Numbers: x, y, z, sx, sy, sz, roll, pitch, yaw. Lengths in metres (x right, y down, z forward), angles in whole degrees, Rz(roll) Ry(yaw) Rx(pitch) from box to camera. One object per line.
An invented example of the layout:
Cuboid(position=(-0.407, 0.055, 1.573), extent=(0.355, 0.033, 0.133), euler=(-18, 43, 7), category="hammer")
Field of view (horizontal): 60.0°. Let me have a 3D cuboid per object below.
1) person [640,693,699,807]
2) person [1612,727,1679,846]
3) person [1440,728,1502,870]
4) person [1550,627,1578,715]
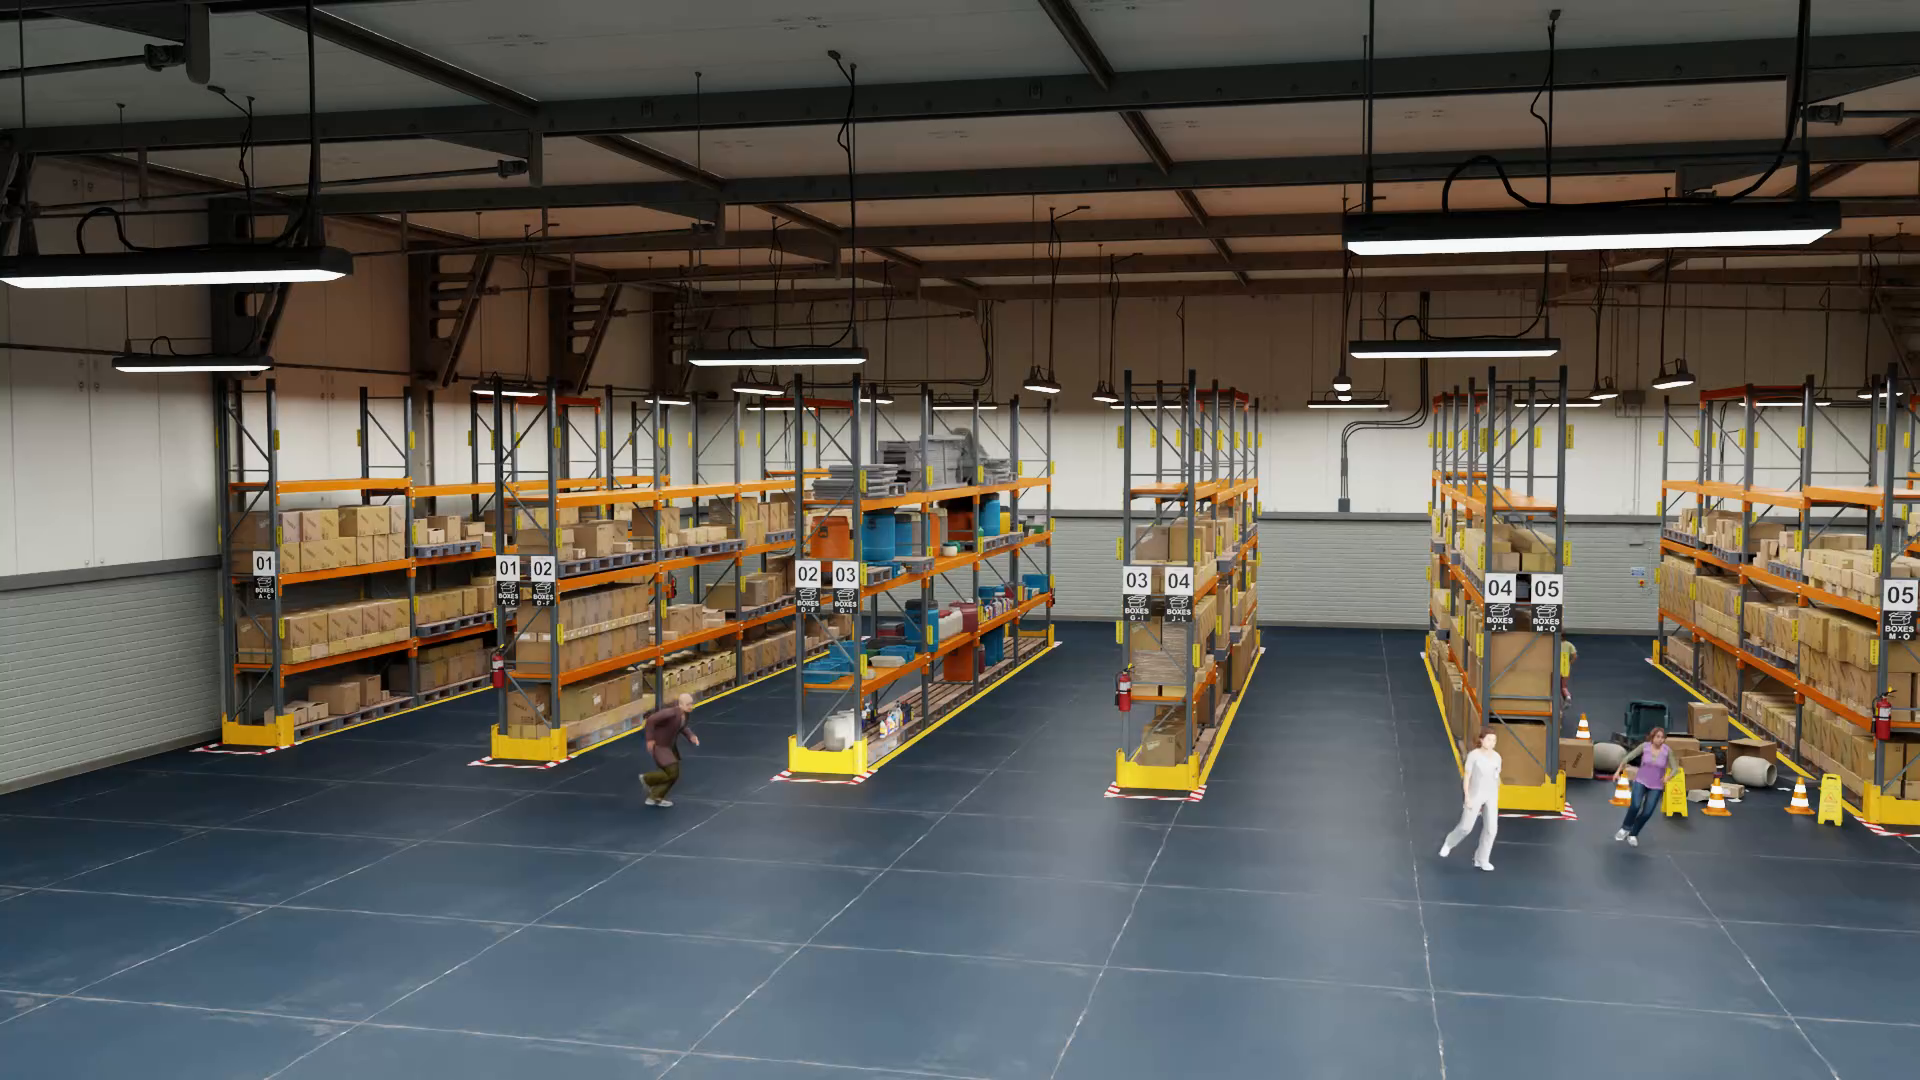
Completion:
Cuboid(position=(-3.981, 2.860, 22.578), extent=(0.879, 1.591, 0.736), euler=(2, 4, 24), category="person")
Cuboid(position=(8.451, 3.044, 20.450), extent=(0.713, 1.515, 0.586), euler=(1, 3, 9), category="person")
Cuboid(position=(6.002, 3.001, 19.471), extent=(0.609, 1.645, 0.620), euler=(0, 3, -8), category="person")
Cuboid(position=(10.890, 2.391, 30.132), extent=(0.591, 1.622, 0.688), euler=(0, 3, 4), category="person")
